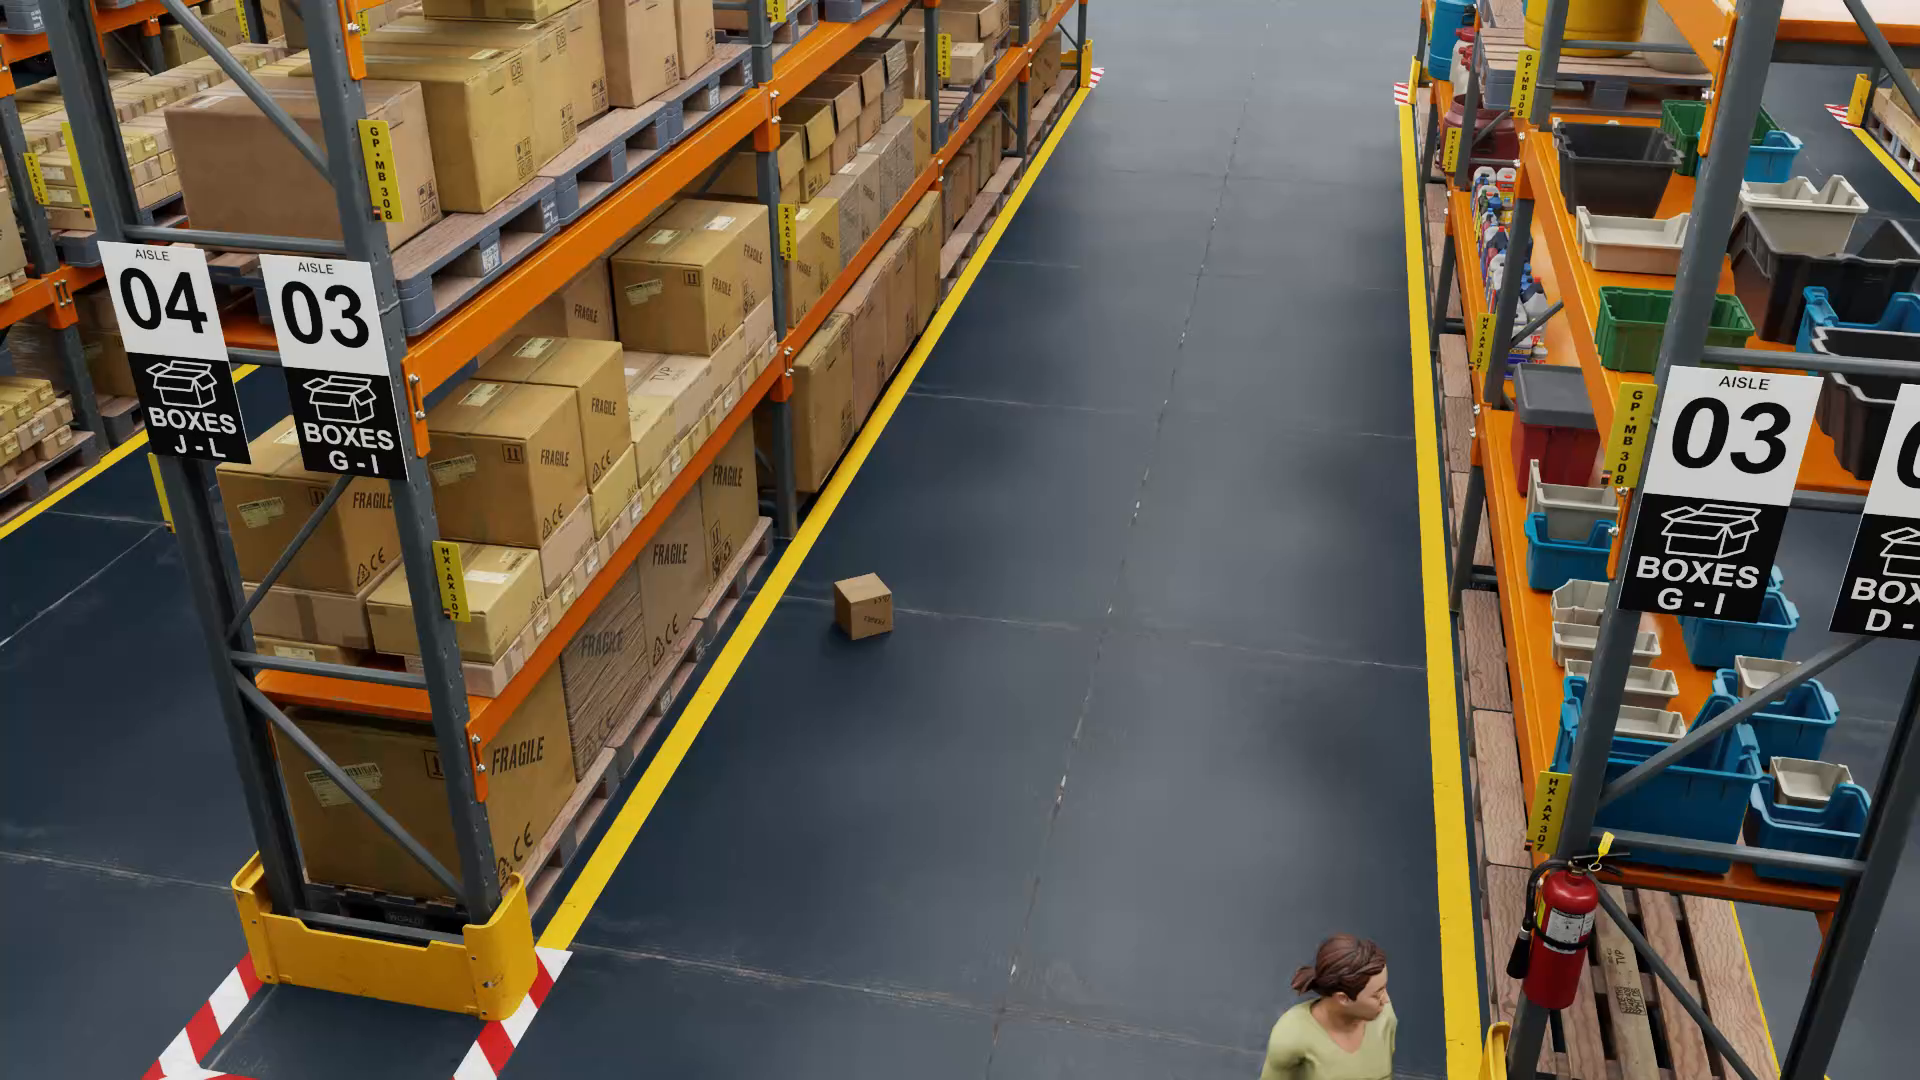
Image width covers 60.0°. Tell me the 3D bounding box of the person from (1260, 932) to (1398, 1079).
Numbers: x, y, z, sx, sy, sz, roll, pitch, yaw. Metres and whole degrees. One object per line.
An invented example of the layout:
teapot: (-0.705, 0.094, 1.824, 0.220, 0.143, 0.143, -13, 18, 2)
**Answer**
person: (1.124, 1.929, 5.136, 0.460, 1.734, 0.408, -6, 30, -11)
